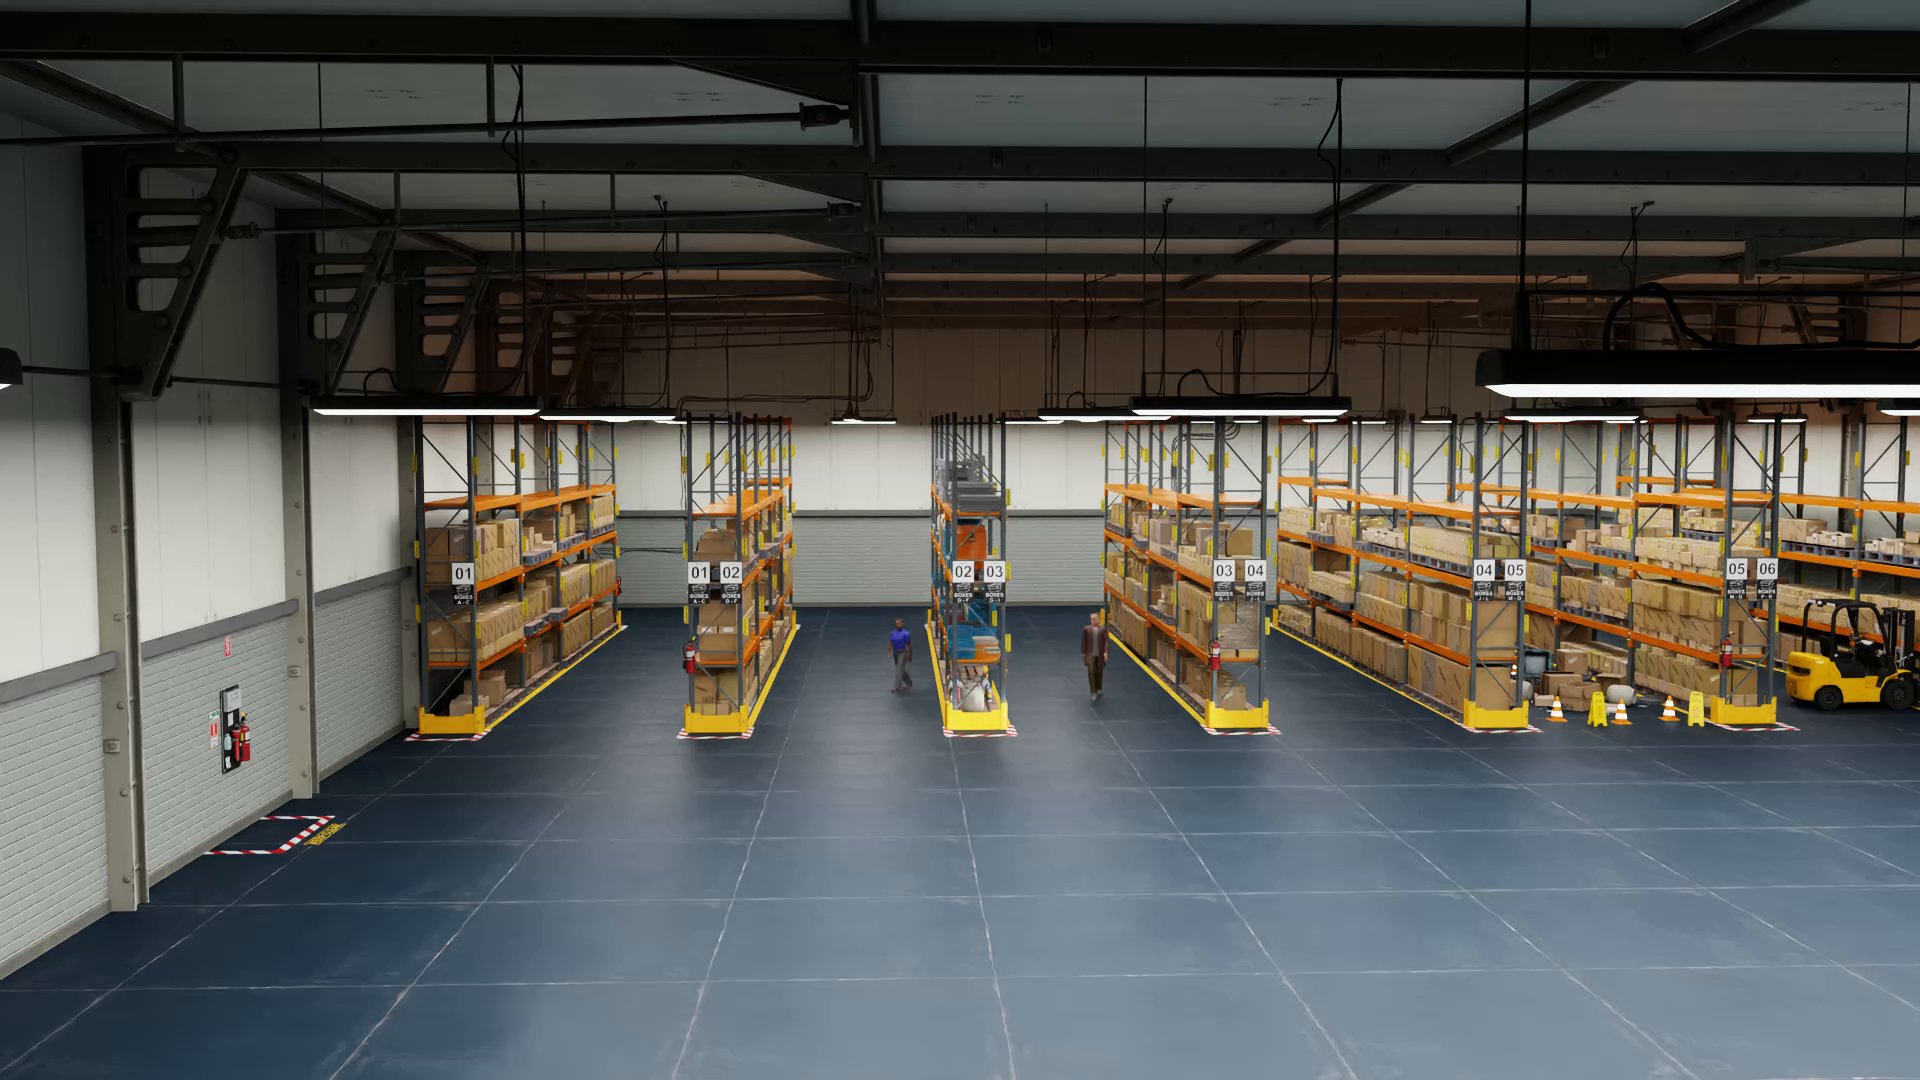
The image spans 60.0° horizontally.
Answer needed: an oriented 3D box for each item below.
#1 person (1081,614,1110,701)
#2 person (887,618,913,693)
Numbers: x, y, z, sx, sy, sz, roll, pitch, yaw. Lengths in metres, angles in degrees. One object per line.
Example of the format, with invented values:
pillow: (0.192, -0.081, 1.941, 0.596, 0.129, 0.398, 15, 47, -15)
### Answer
person: (2.867, 2.455, 35.139, 0.608, 1.796, 0.866, 0, 4, 3)
person: (-1.298, 2.470, 35.763, 0.502, 1.585, 1.066, 3, 5, 41)
